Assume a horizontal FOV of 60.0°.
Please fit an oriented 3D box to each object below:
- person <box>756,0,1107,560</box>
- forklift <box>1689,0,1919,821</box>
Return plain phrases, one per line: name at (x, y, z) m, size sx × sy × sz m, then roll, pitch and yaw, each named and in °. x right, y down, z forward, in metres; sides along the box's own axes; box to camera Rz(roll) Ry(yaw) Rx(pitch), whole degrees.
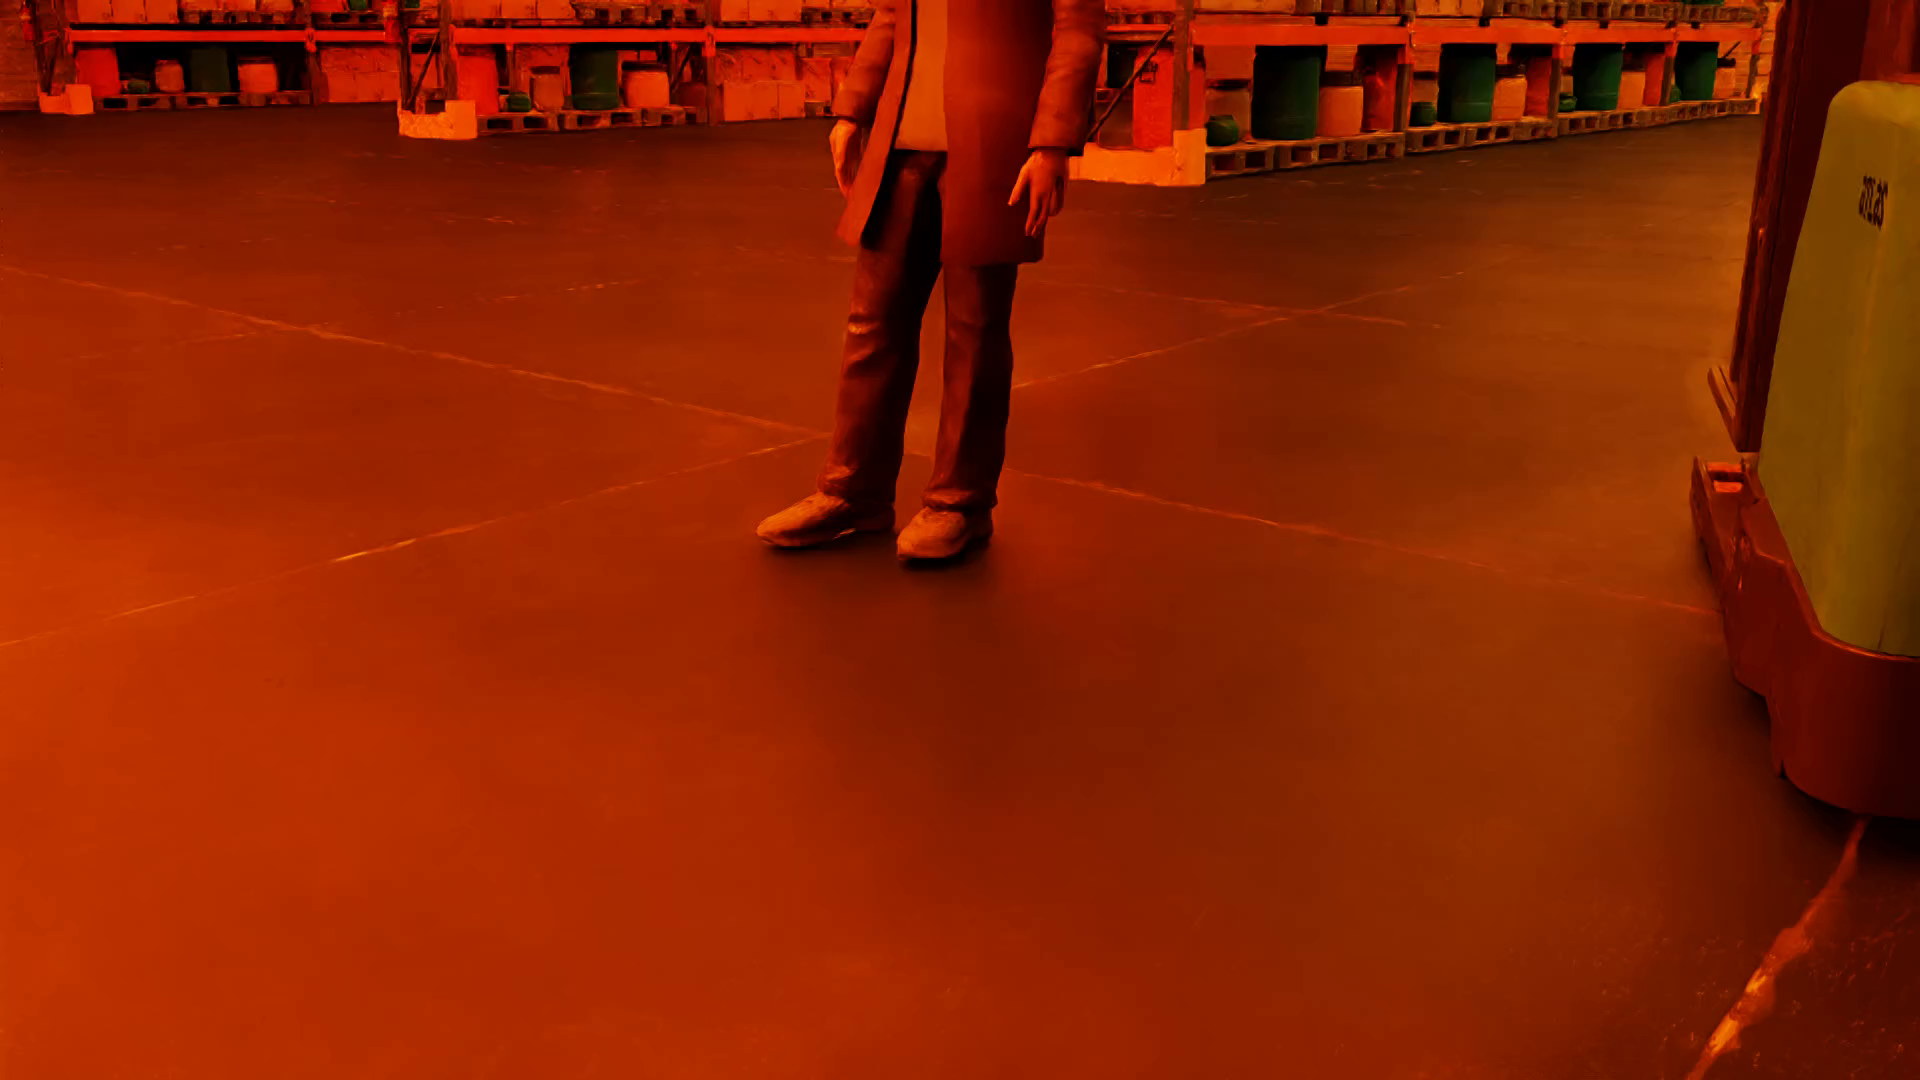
person at (-0.062, -0.838, 3.617) m, size 0.694 × 1.776 × 0.580 m, roll 13°, pitch 21°, yaw 37°
forklift at (2.218, -1.311, 3.215) m, size 1.130 × 2.935 × 3.031 m, roll 6°, pitch 18°, yaw 19°
